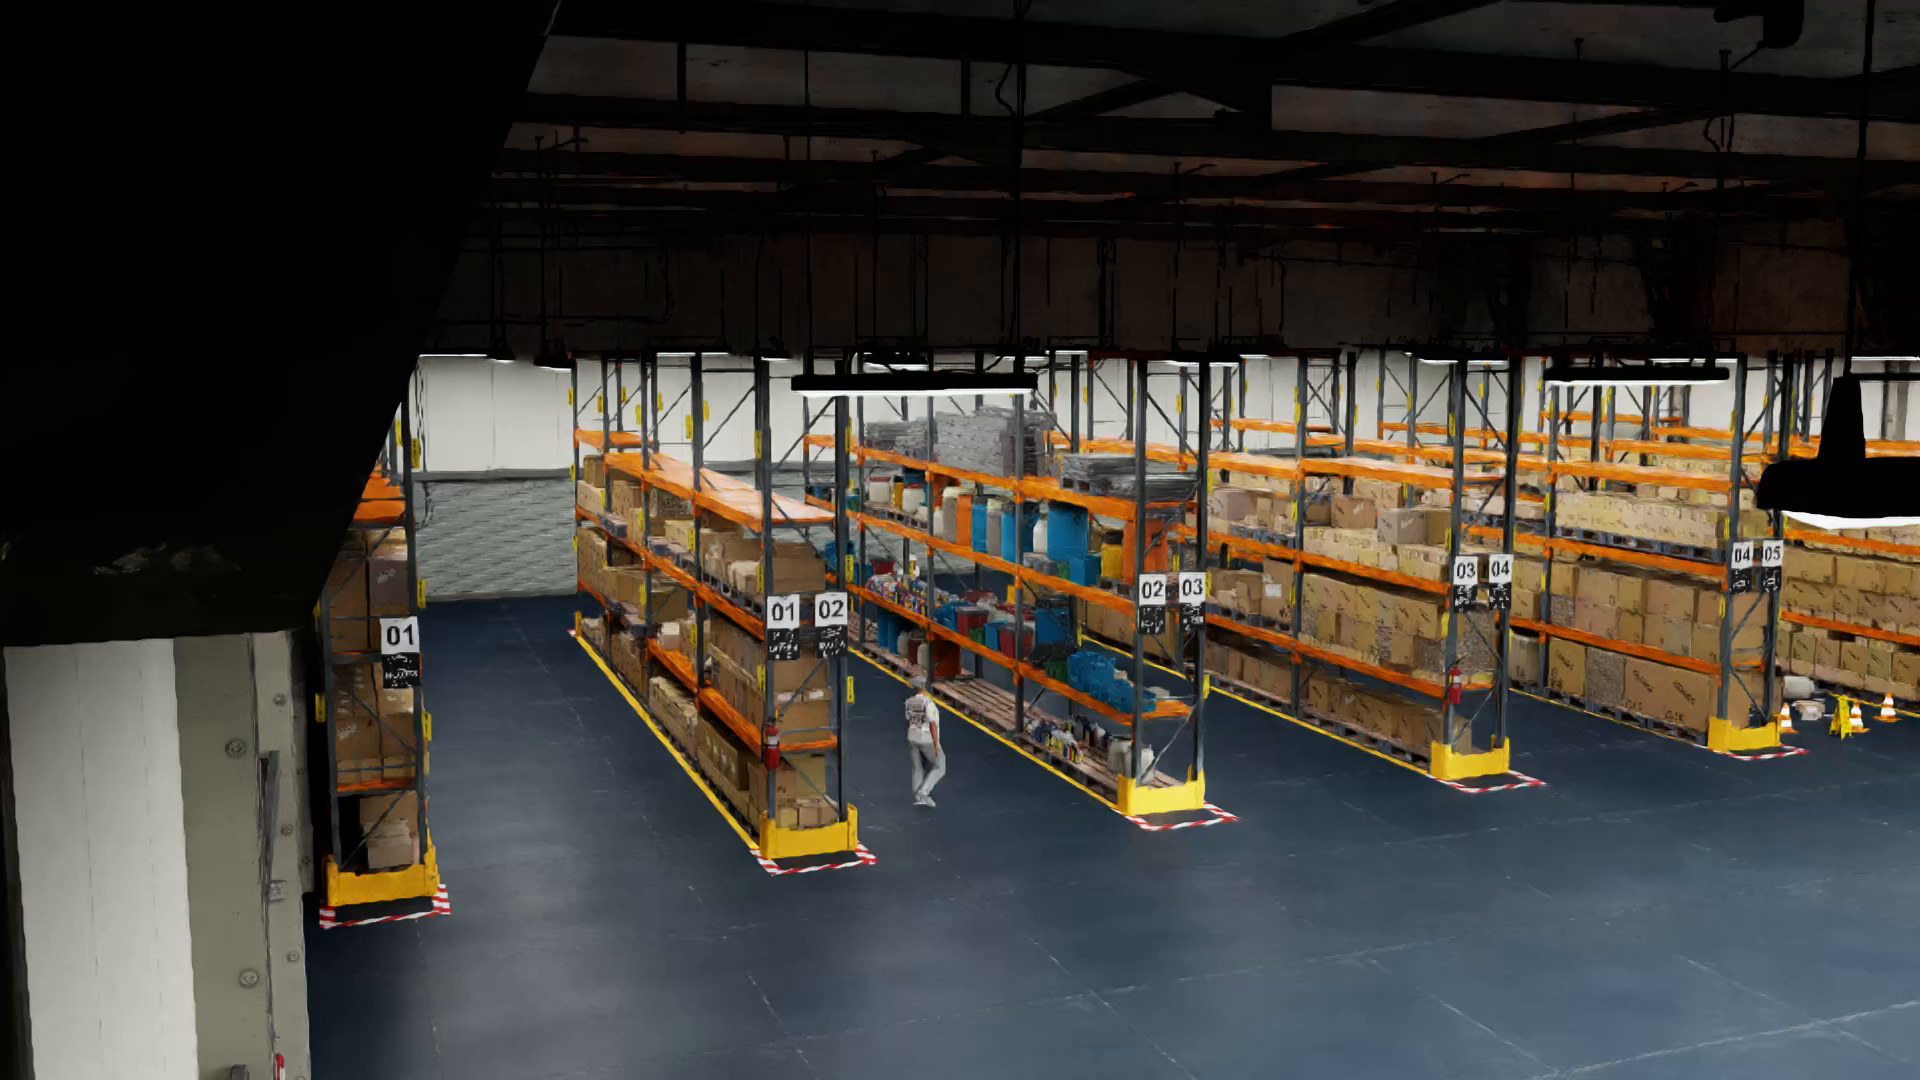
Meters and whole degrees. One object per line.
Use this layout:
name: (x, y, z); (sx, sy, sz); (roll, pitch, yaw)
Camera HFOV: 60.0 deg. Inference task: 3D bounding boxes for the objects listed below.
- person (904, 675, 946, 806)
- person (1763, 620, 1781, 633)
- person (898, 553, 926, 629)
person: (-0.490, 2.699, 22.258); (0.588, 1.754, 0.457); (6, 9, 41)
person: (16.925, 1.169, 34.850); (0.561, 1.651, 0.588); (1, 7, 5)
person: (-1.062, 1.113, 35.158); (0.598, 1.690, 1.094); (-4, 8, -30)
